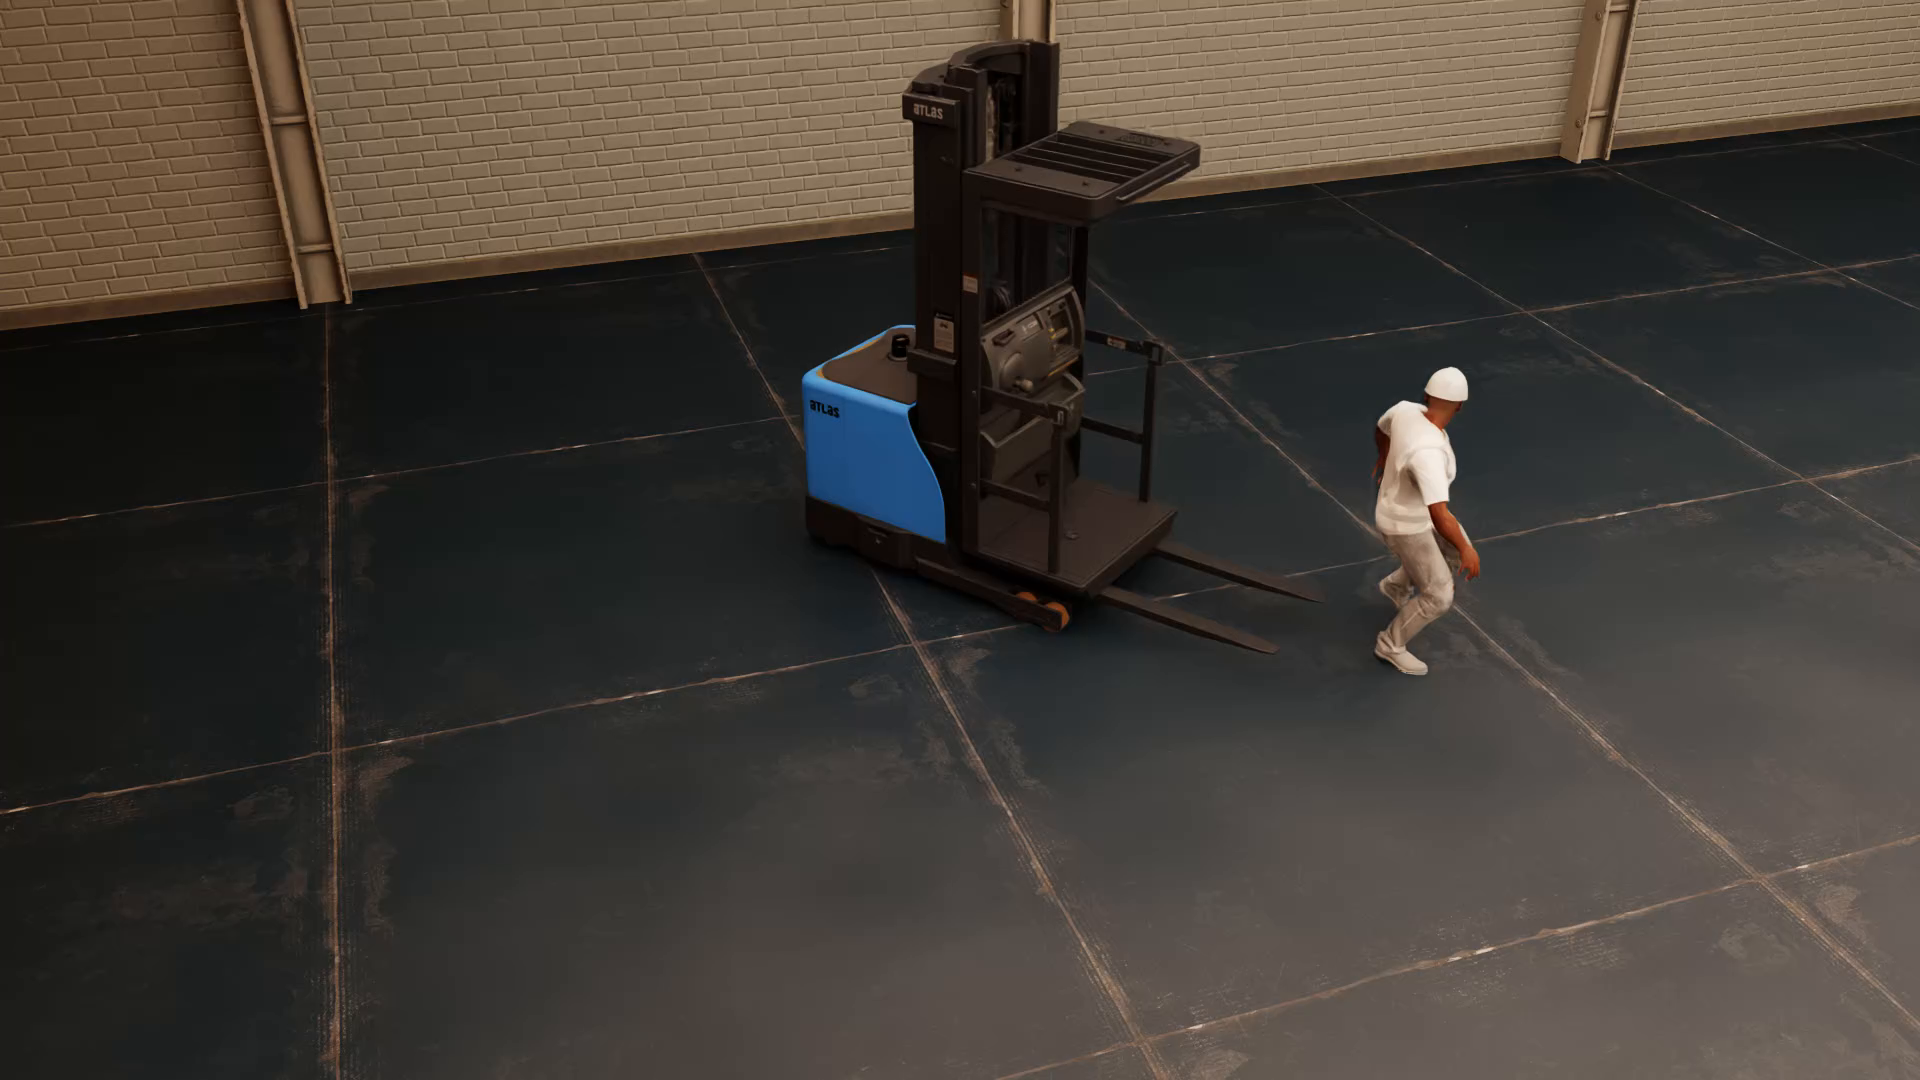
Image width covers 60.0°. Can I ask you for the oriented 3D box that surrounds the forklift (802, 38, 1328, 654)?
[{"bbox_3d":[0.574,-1.062,8.933,3.031,2.935,1.130,19,35,30],"label":"forklift"}]

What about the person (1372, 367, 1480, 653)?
[{"bbox_3d":[2.405,-0.176,8.601,0.621,1.583,0.858,9,31,15],"label":"person"}]
